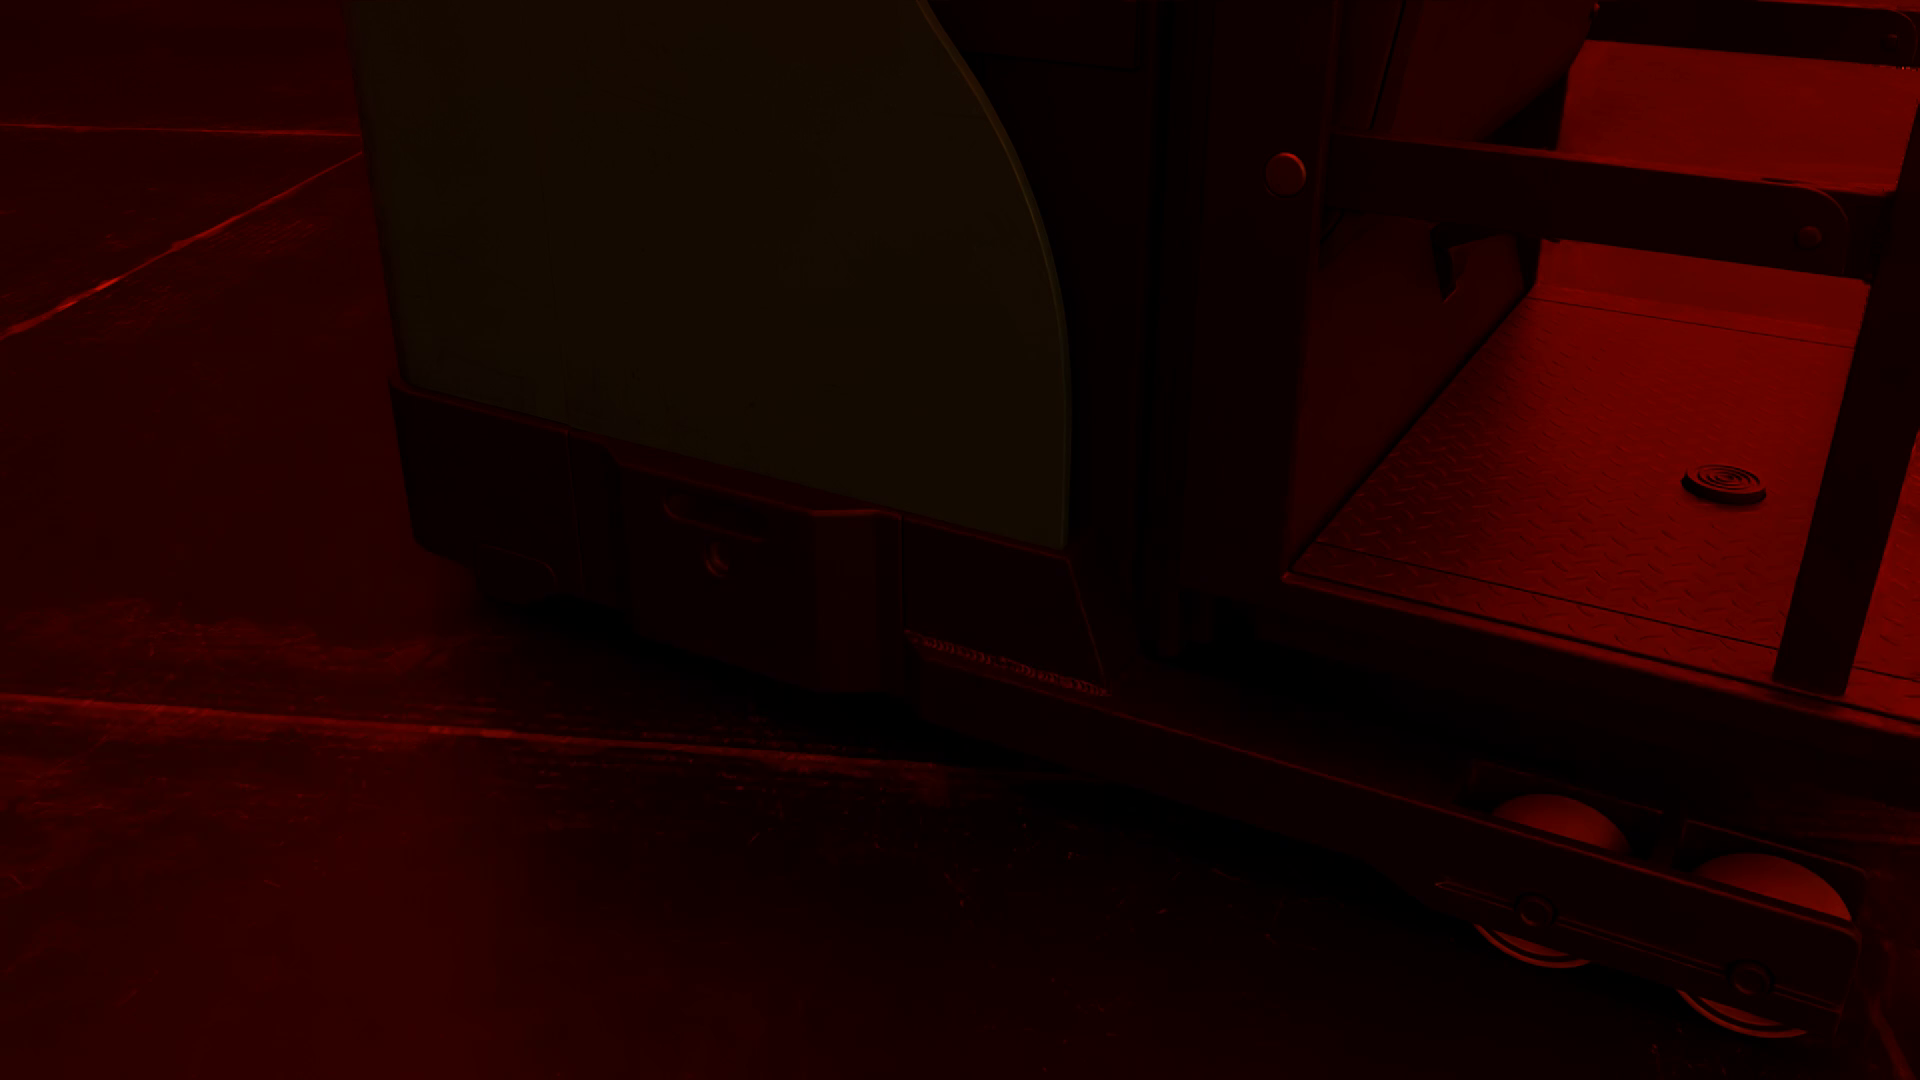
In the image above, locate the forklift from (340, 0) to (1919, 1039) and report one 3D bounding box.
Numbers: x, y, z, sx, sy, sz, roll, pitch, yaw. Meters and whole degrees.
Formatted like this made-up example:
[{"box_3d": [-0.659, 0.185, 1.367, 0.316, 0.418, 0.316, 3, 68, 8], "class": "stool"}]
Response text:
[{"box_3d": [0.757, -1.117, 1.456, 3.031, 2.935, 1.130, 14, 30, 27], "class": "forklift"}]
